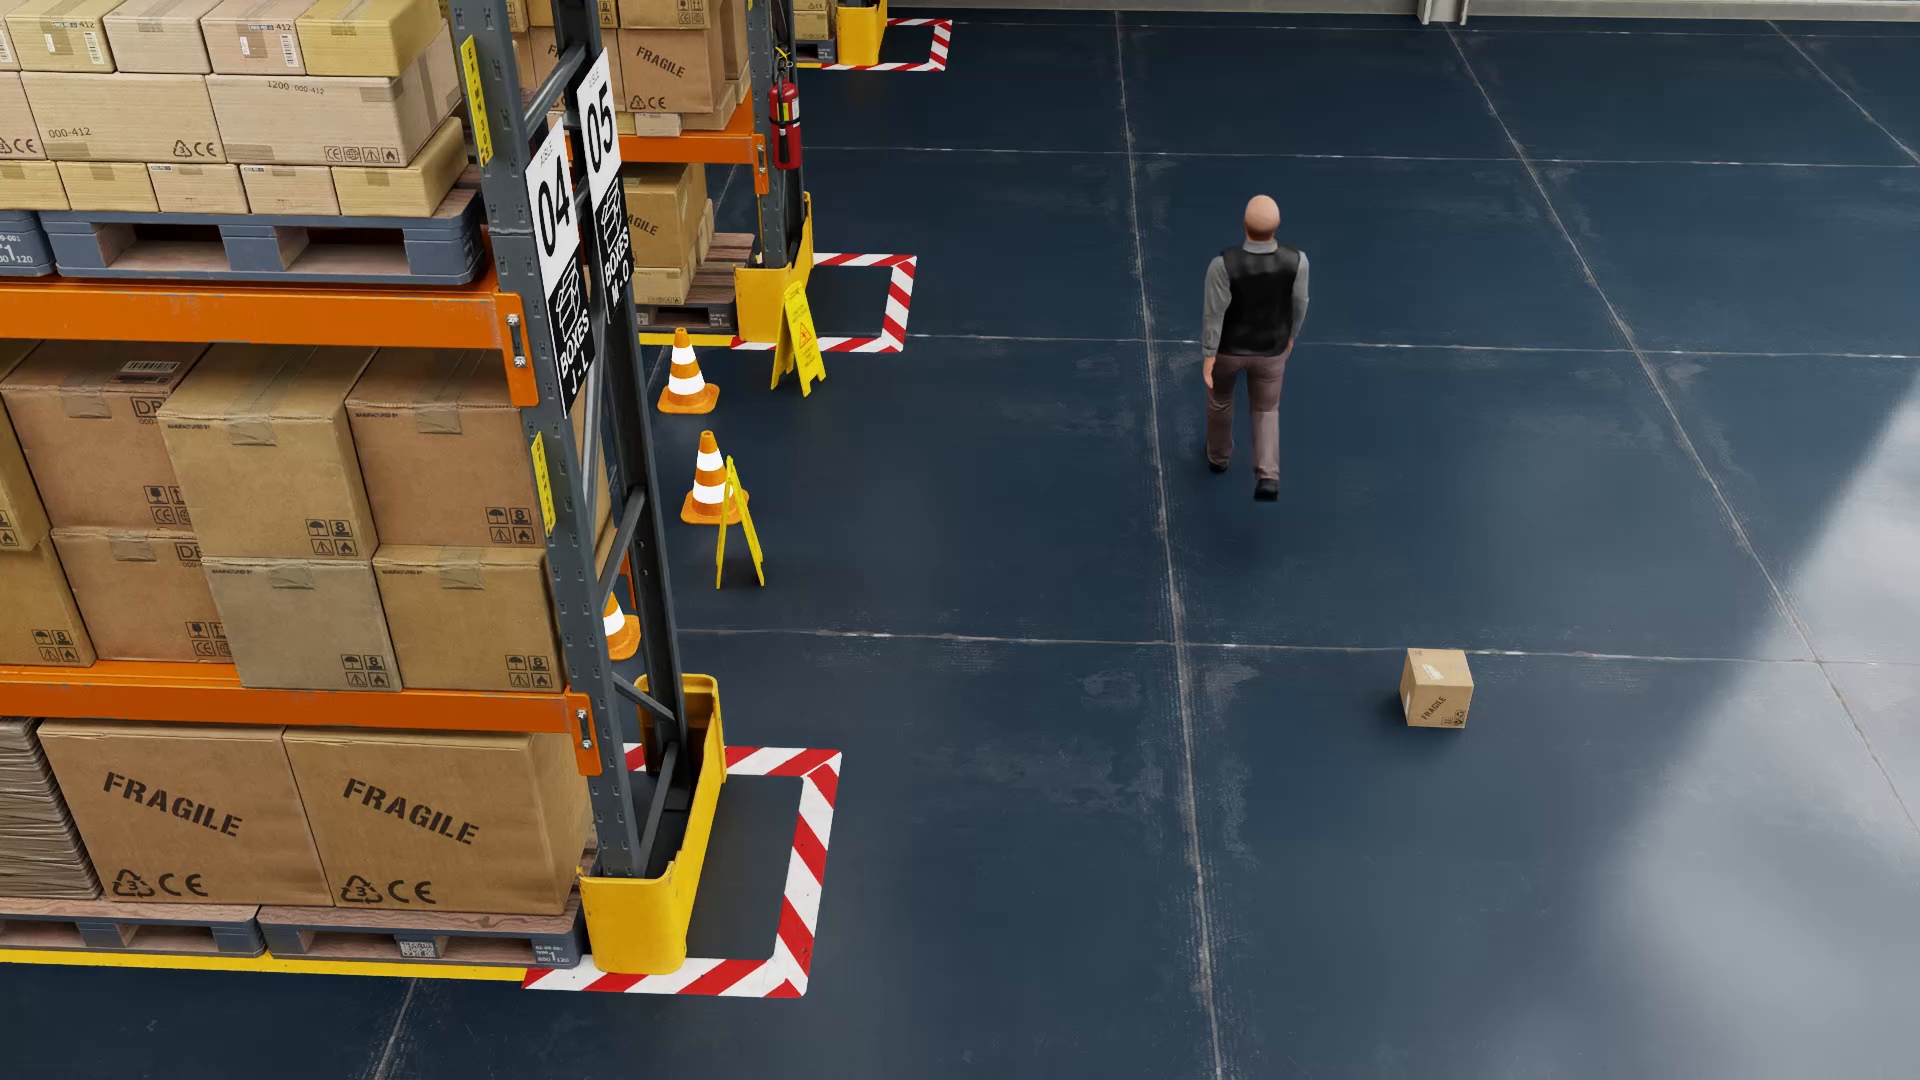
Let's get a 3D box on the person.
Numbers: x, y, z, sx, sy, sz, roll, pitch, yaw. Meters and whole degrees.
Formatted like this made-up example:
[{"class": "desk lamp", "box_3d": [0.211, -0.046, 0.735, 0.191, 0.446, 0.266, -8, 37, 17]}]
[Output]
[{"class": "person", "box_3d": [1.485, -0.986, 8.520, 0.543, 1.686, 0.824, 0, 35, 0]}]
